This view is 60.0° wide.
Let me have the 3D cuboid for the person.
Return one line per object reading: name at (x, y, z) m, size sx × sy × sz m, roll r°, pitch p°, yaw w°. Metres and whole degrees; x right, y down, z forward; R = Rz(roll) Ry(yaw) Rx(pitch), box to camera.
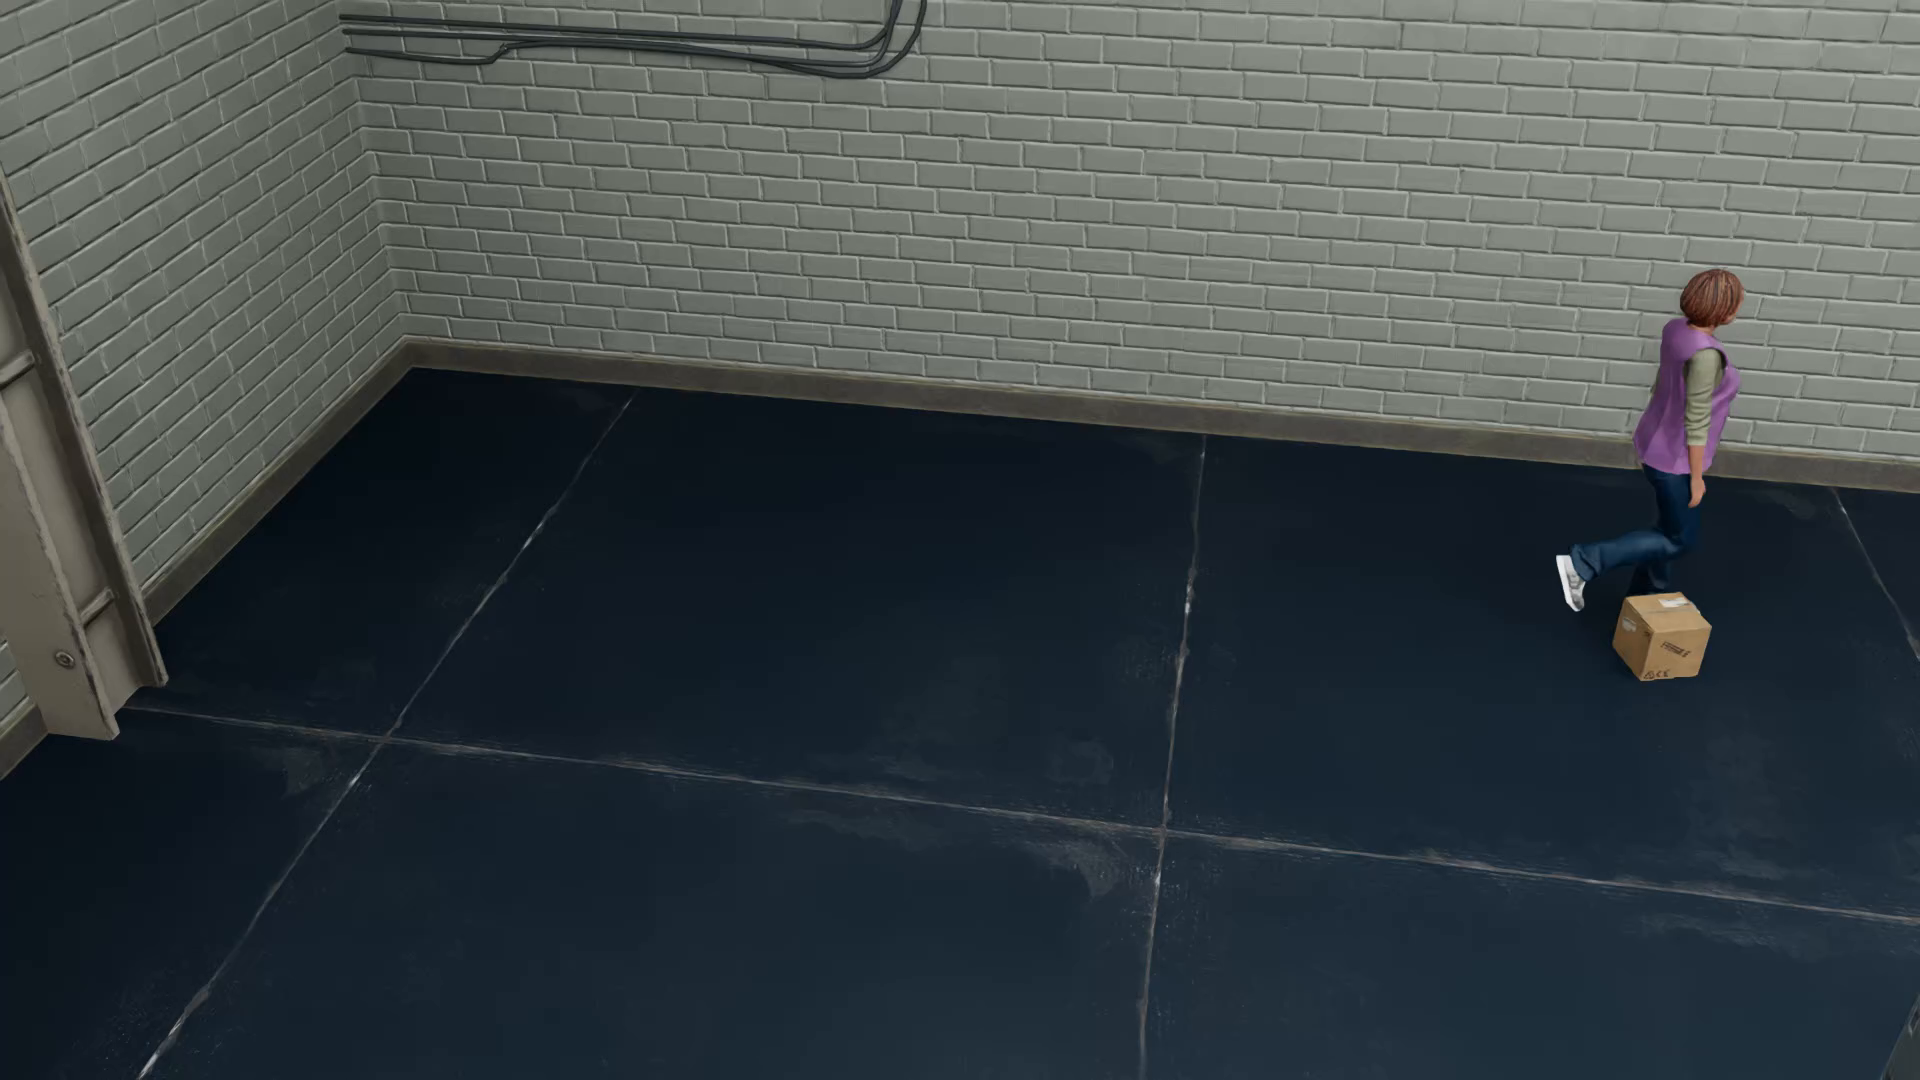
person at (2.797, -0.342, 6.640) m, size 0.646 × 1.581 × 0.421 m, roll 5°, pitch 33°, yaw 8°
